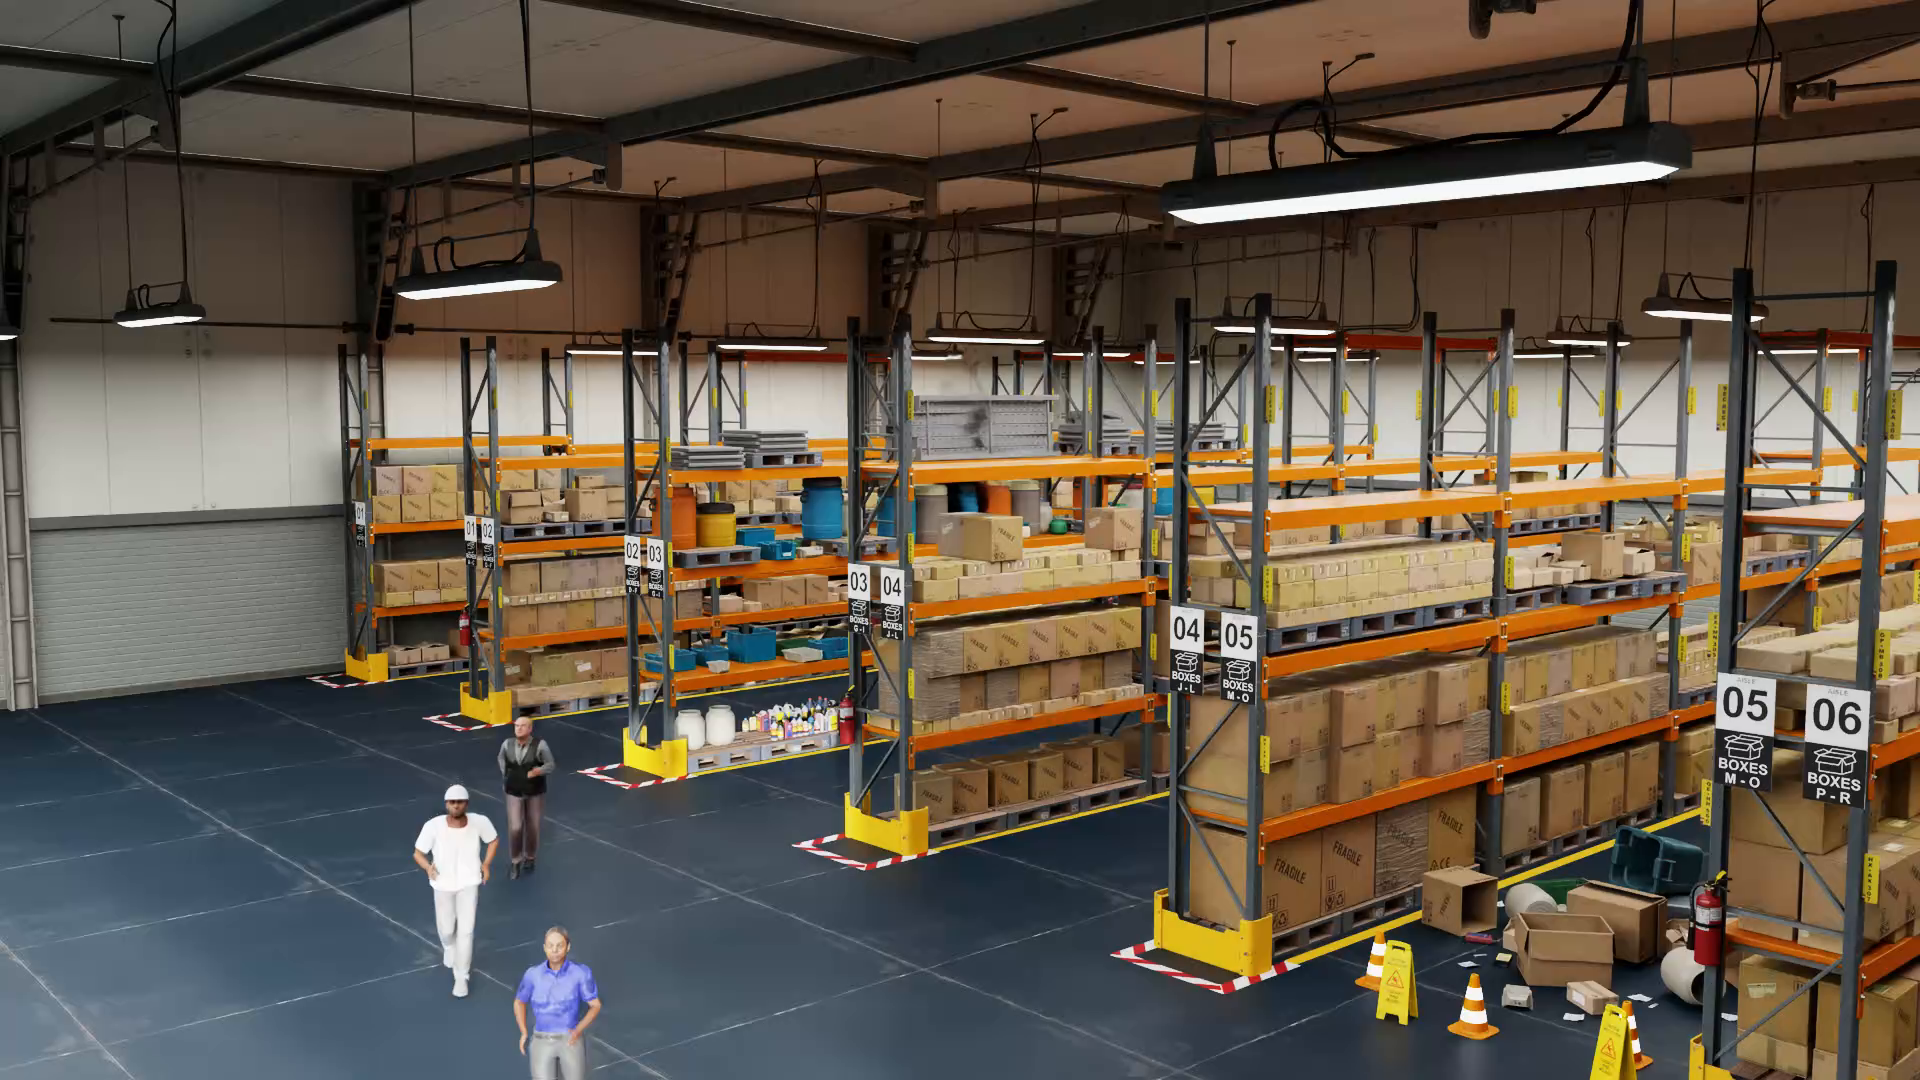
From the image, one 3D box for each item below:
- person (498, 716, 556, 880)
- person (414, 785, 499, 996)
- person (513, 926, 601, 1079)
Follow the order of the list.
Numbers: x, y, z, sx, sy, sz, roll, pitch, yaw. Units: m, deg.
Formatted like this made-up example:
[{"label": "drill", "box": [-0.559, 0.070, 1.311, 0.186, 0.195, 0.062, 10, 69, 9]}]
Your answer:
[{"label": "person", "box": [-4.610, 2.744, 17.676, 0.628, 1.759, 0.730, -1, 5, -8]}, {"label": "person", "box": [-4.356, 2.981, 14.422, 0.714, 1.748, 0.879, -2, 5, -17]}, {"label": "person", "box": [-2.689, 3.369, 11.098, 0.581, 1.608, 0.701, -1, 5, -7]}]
